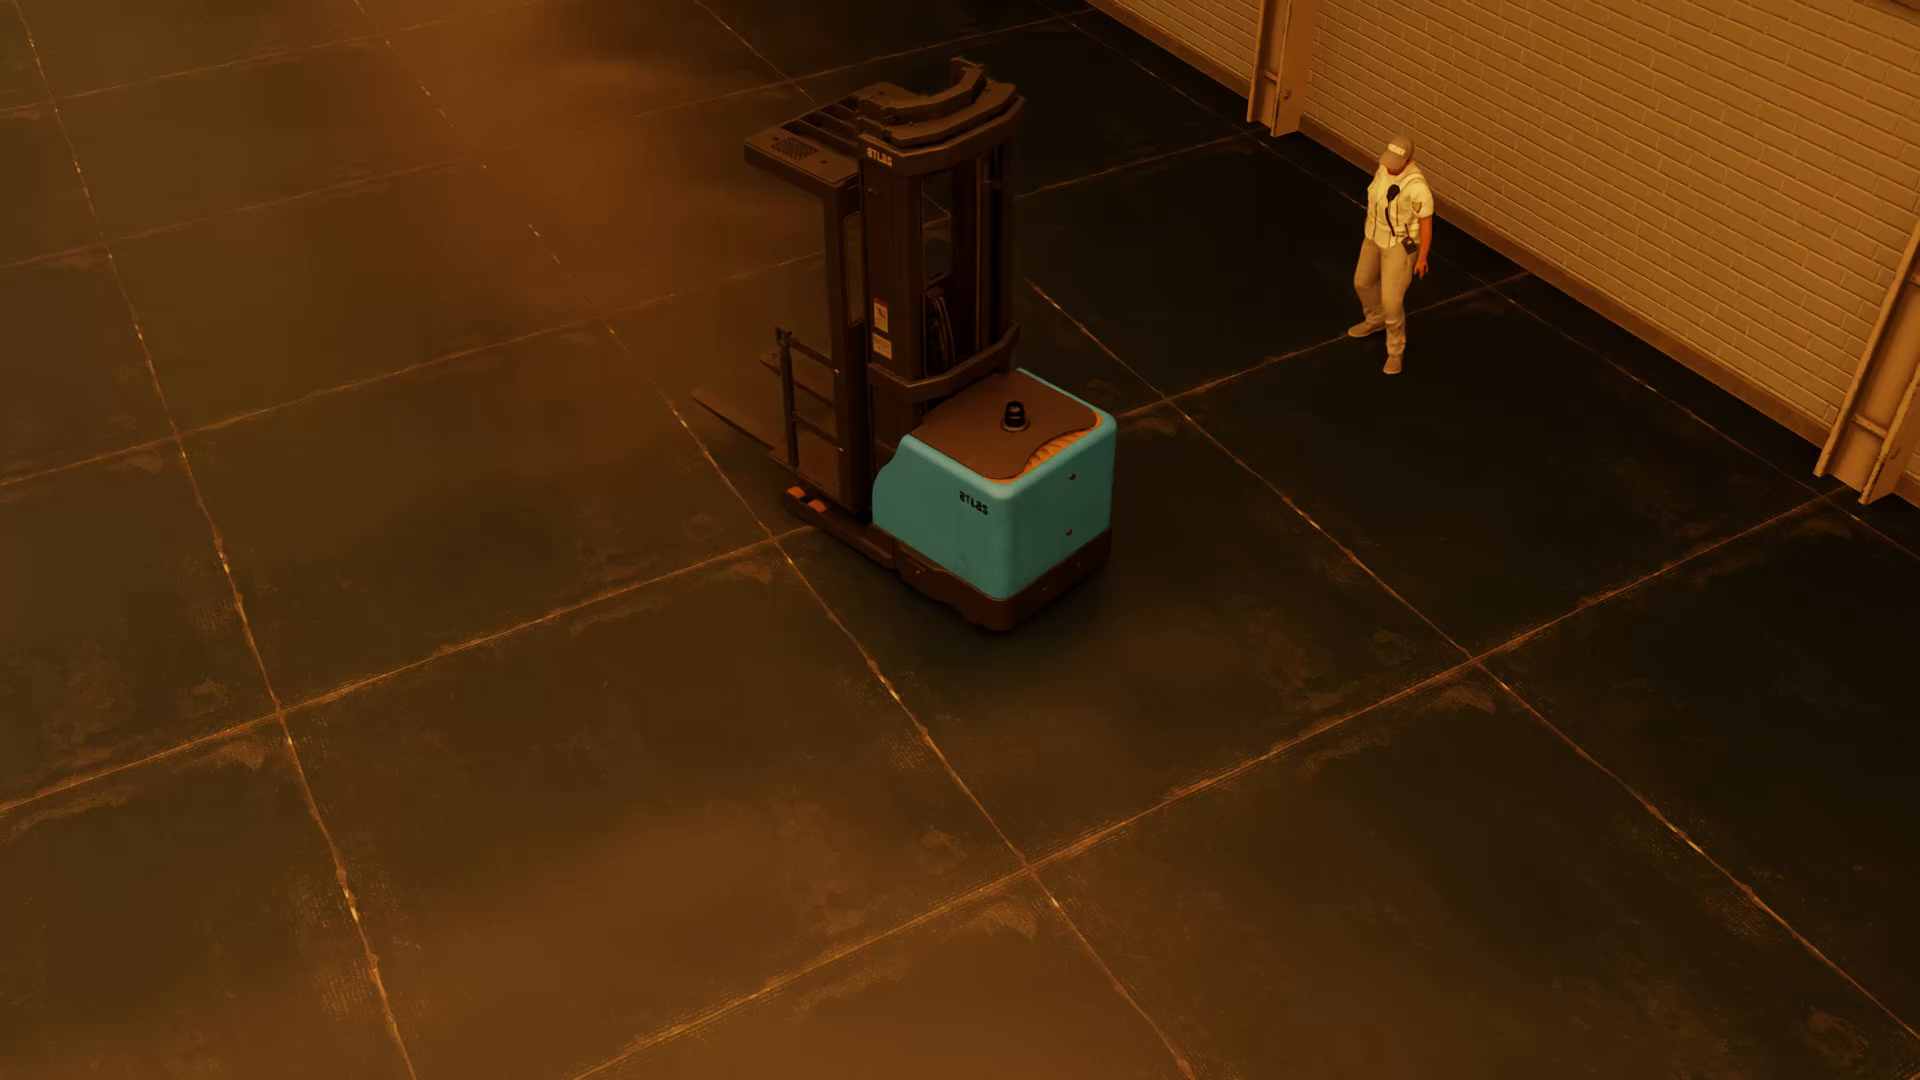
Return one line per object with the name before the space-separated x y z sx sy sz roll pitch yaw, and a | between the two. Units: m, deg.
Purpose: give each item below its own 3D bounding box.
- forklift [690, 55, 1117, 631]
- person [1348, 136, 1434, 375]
forklift | -0.497 -1.428 9.757 3.031 2.935 1.130 32 49 32
person | 2.990 -2.045 11.526 0.470 1.637 0.810 -17 42 -19
